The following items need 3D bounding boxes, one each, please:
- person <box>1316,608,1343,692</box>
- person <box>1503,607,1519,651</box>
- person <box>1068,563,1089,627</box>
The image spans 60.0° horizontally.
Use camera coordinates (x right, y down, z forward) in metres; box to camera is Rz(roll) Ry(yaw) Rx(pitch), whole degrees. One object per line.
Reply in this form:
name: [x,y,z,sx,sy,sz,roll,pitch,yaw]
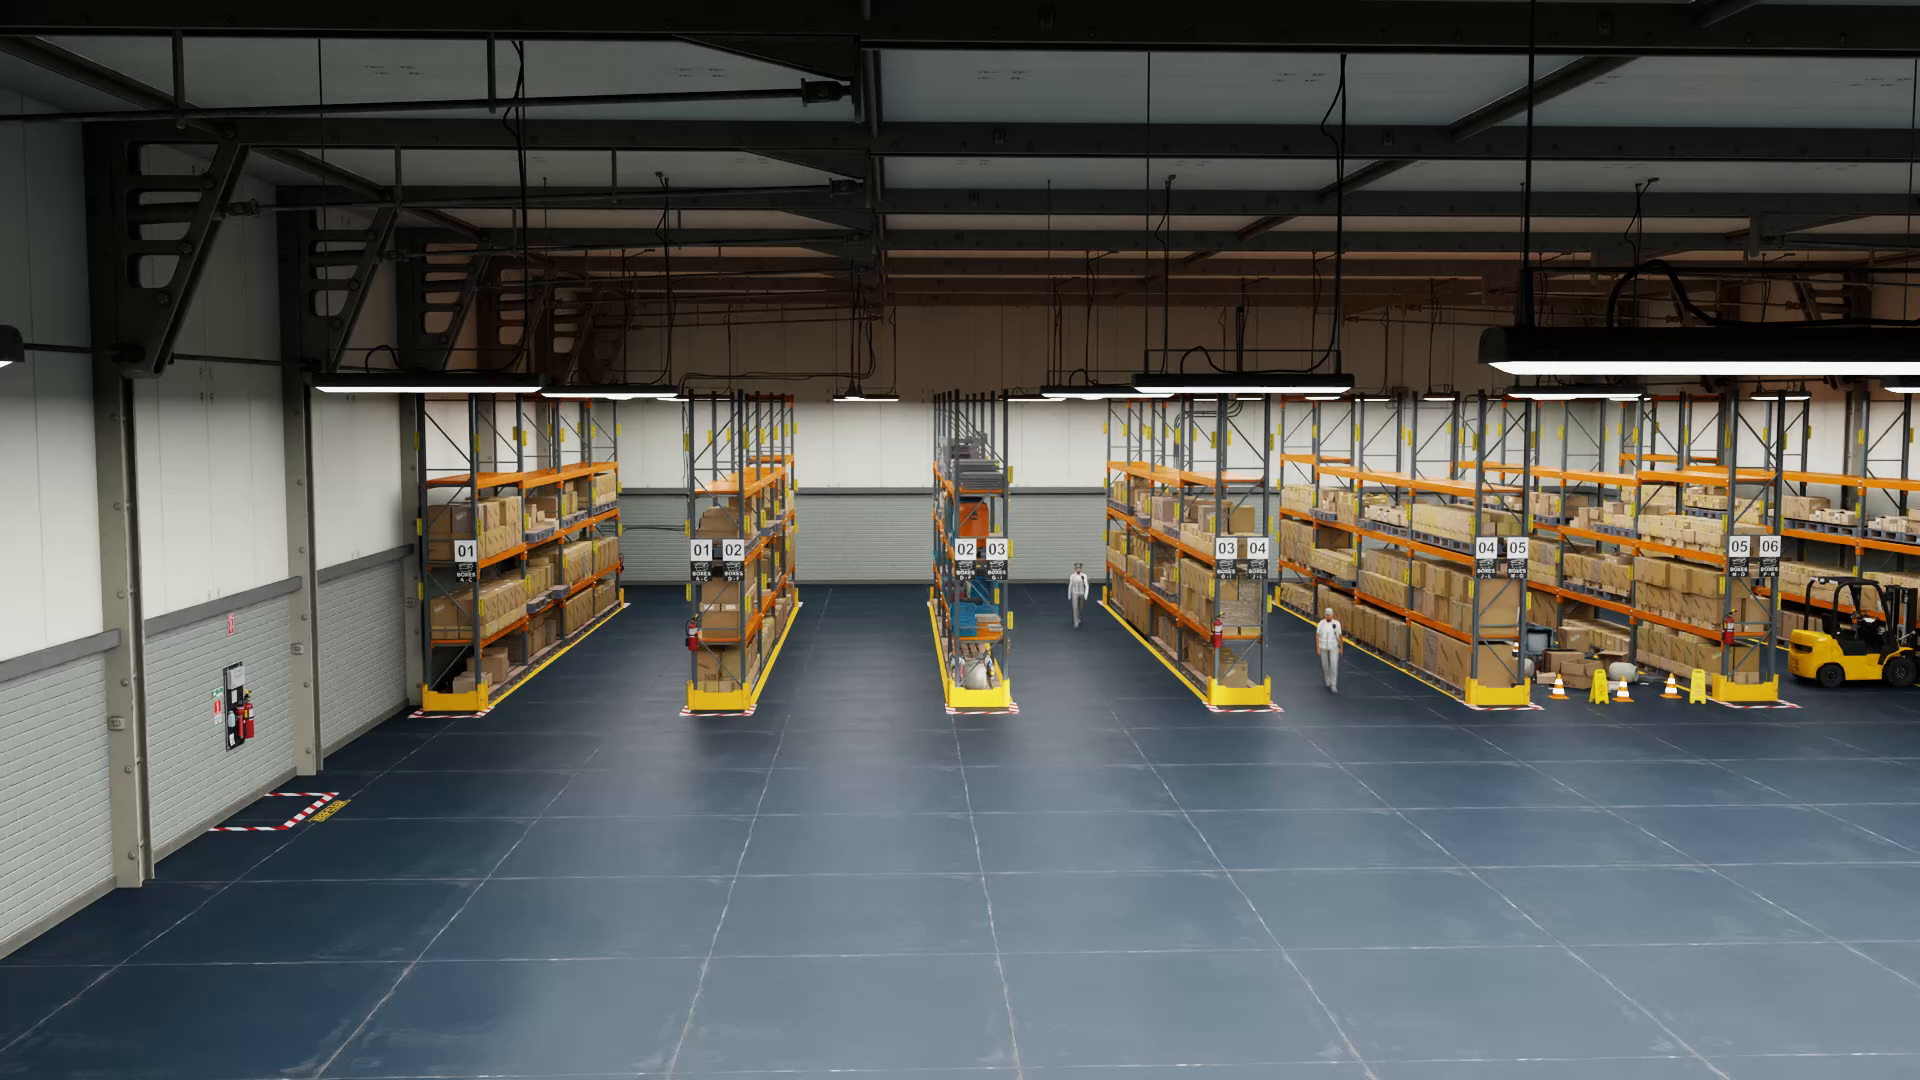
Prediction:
person: [7.390,2.172,33.321,0.531,1.626,0.885,2,5,25]
person: [12.750,1.685,38.520,0.602,1.770,0.500,-2,5,-23]
person: [3.078,1.388,42.846,0.494,1.613,1.046,-1,5,-7]
